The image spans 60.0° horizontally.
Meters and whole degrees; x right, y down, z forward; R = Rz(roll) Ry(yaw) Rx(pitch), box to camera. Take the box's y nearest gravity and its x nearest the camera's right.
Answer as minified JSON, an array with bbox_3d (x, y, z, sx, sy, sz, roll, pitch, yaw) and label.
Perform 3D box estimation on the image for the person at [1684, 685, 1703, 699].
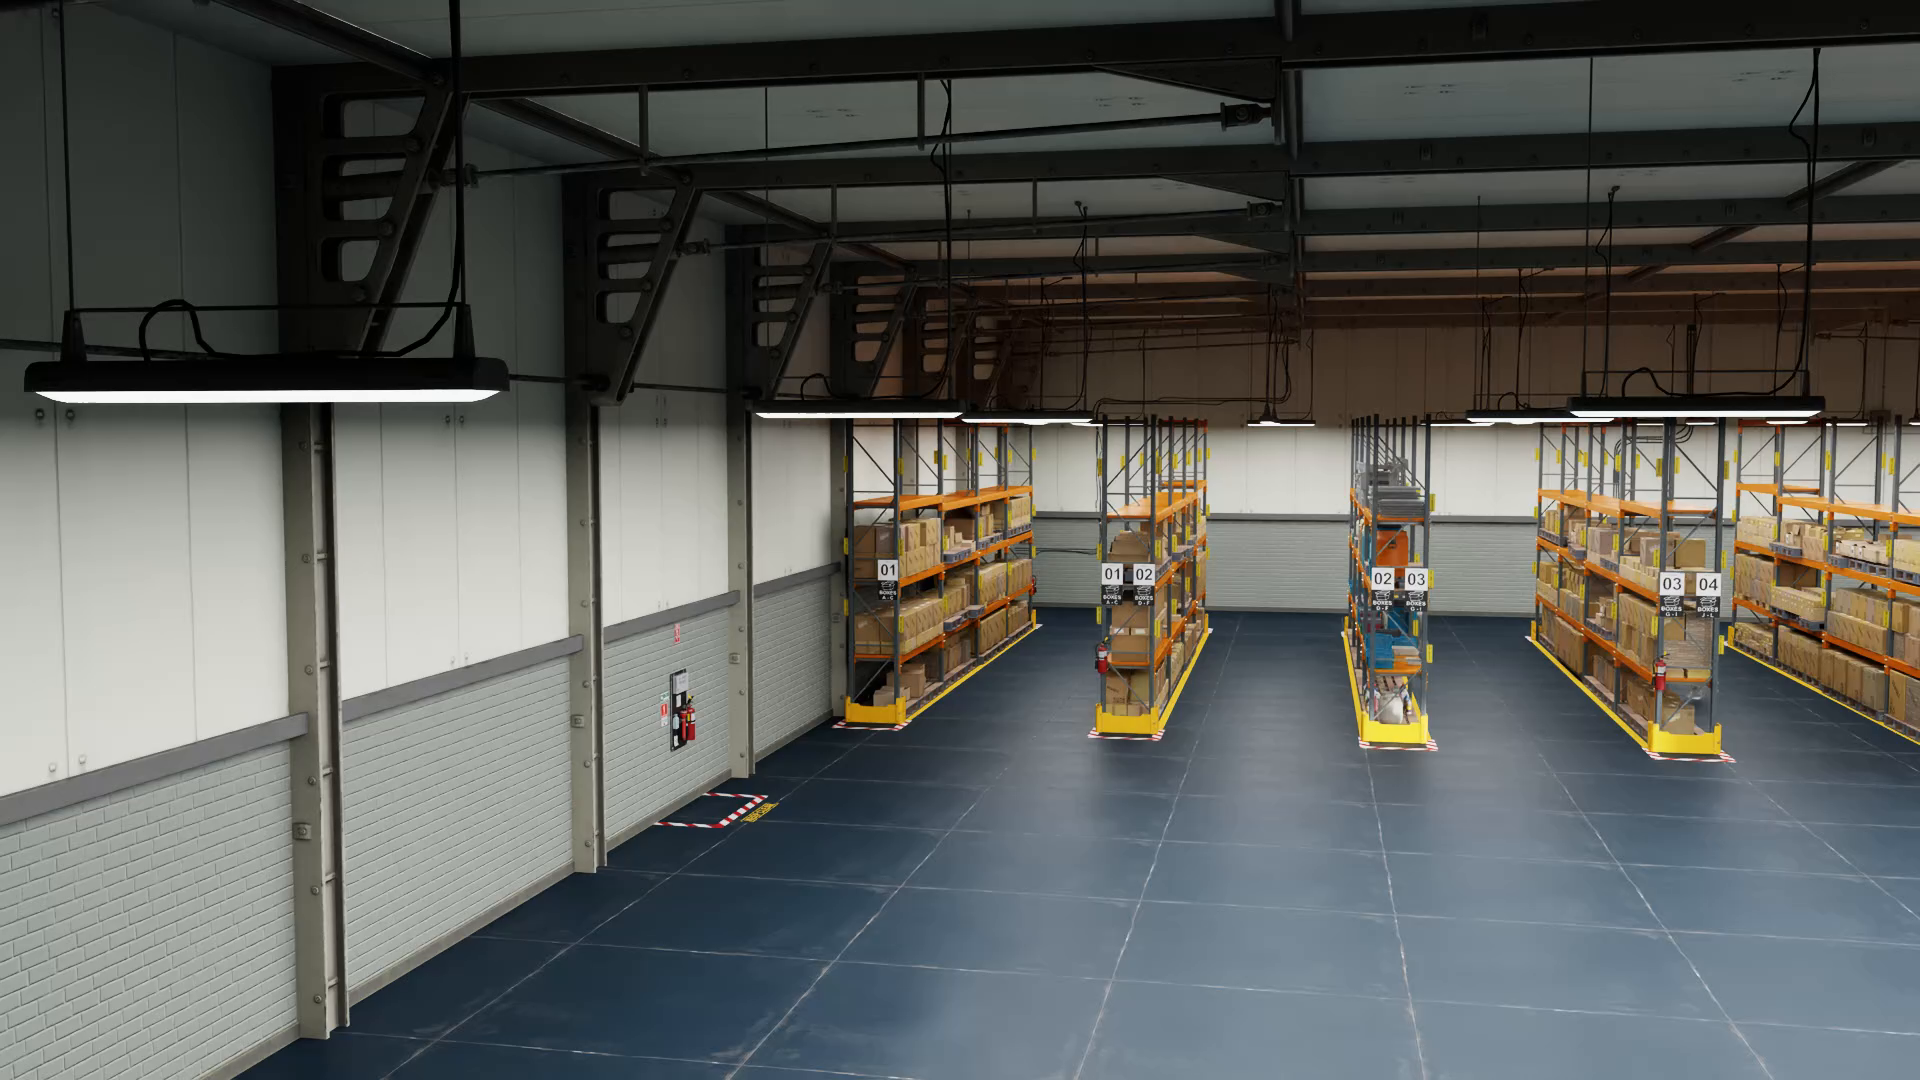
[{"bbox_3d":[15.600,2.575,35.276,0.436,1.596,0.471,2,4,28],"label":"person"}]

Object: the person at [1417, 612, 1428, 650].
[{"bbox_3d":[11.910,1.994,43.282,0.530,1.680,0.743,3,5,34],"label":"person"}]
